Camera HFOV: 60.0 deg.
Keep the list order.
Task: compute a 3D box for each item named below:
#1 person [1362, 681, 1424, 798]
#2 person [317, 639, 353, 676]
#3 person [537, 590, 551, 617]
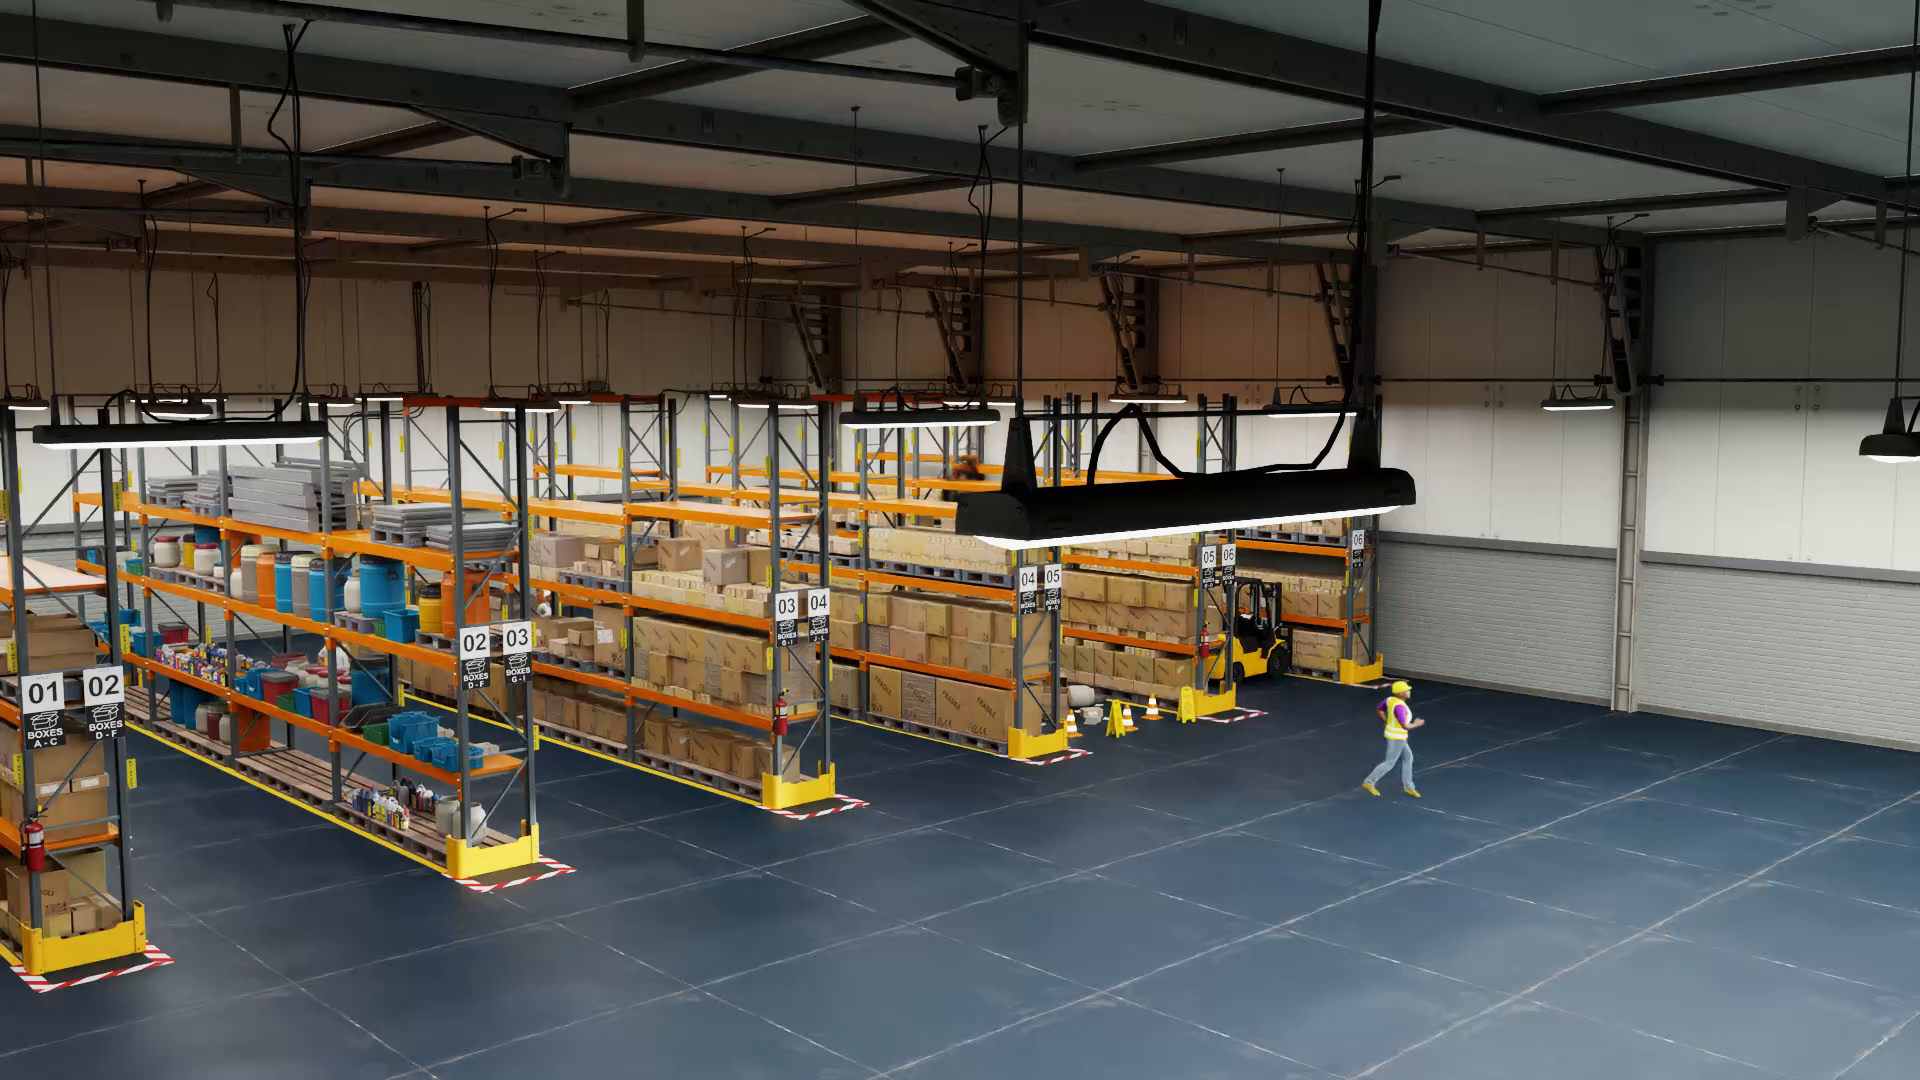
[{"bbox_3d":[6.540,3.023,25.116,0.948,1.801,0.712,0,6,3],"label":"person"},{"bbox_3d":[-11.506,2.533,30.770,0.720,1.717,0.589,4,7,38],"label":"person"},{"bbox_3d":[-8.986,1.952,36.486,0.576,1.728,0.662,5,7,40],"label":"person"}]
